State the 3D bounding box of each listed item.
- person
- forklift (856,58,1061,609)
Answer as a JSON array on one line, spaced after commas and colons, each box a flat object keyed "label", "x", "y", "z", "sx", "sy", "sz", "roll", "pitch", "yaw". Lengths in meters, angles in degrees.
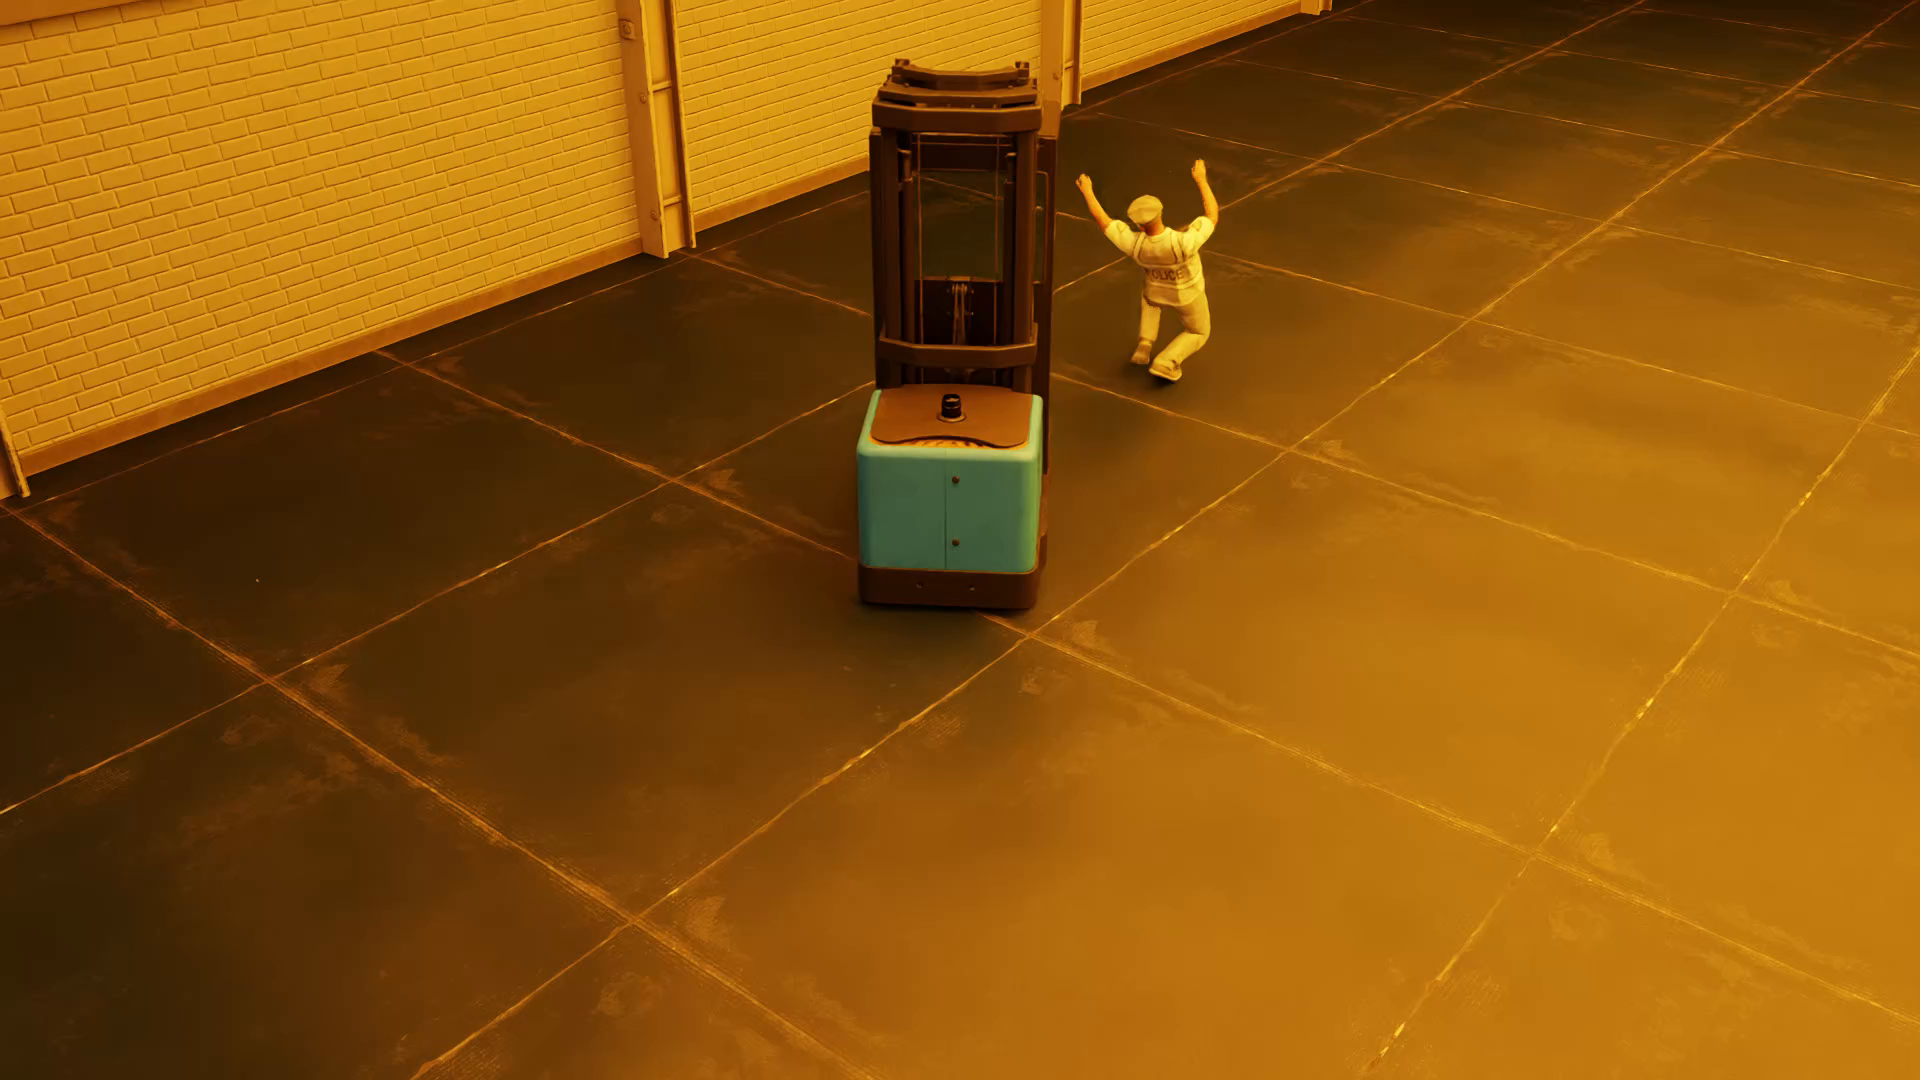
[{"label": "person", "x": 1.369, "y": -1.993, "z": 12.327, "sx": 1.078, "sy": 1.685, "sz": 0.857, "roll": 17, "pitch": 34, "yaw": 26}, {"label": "forklift", "x": 0.039, "y": -1.579, "z": 10.297, "sx": 1.130, "sy": 2.935, "sz": 3.031, "roll": 2, "pitch": 30, "yaw": 4}]
